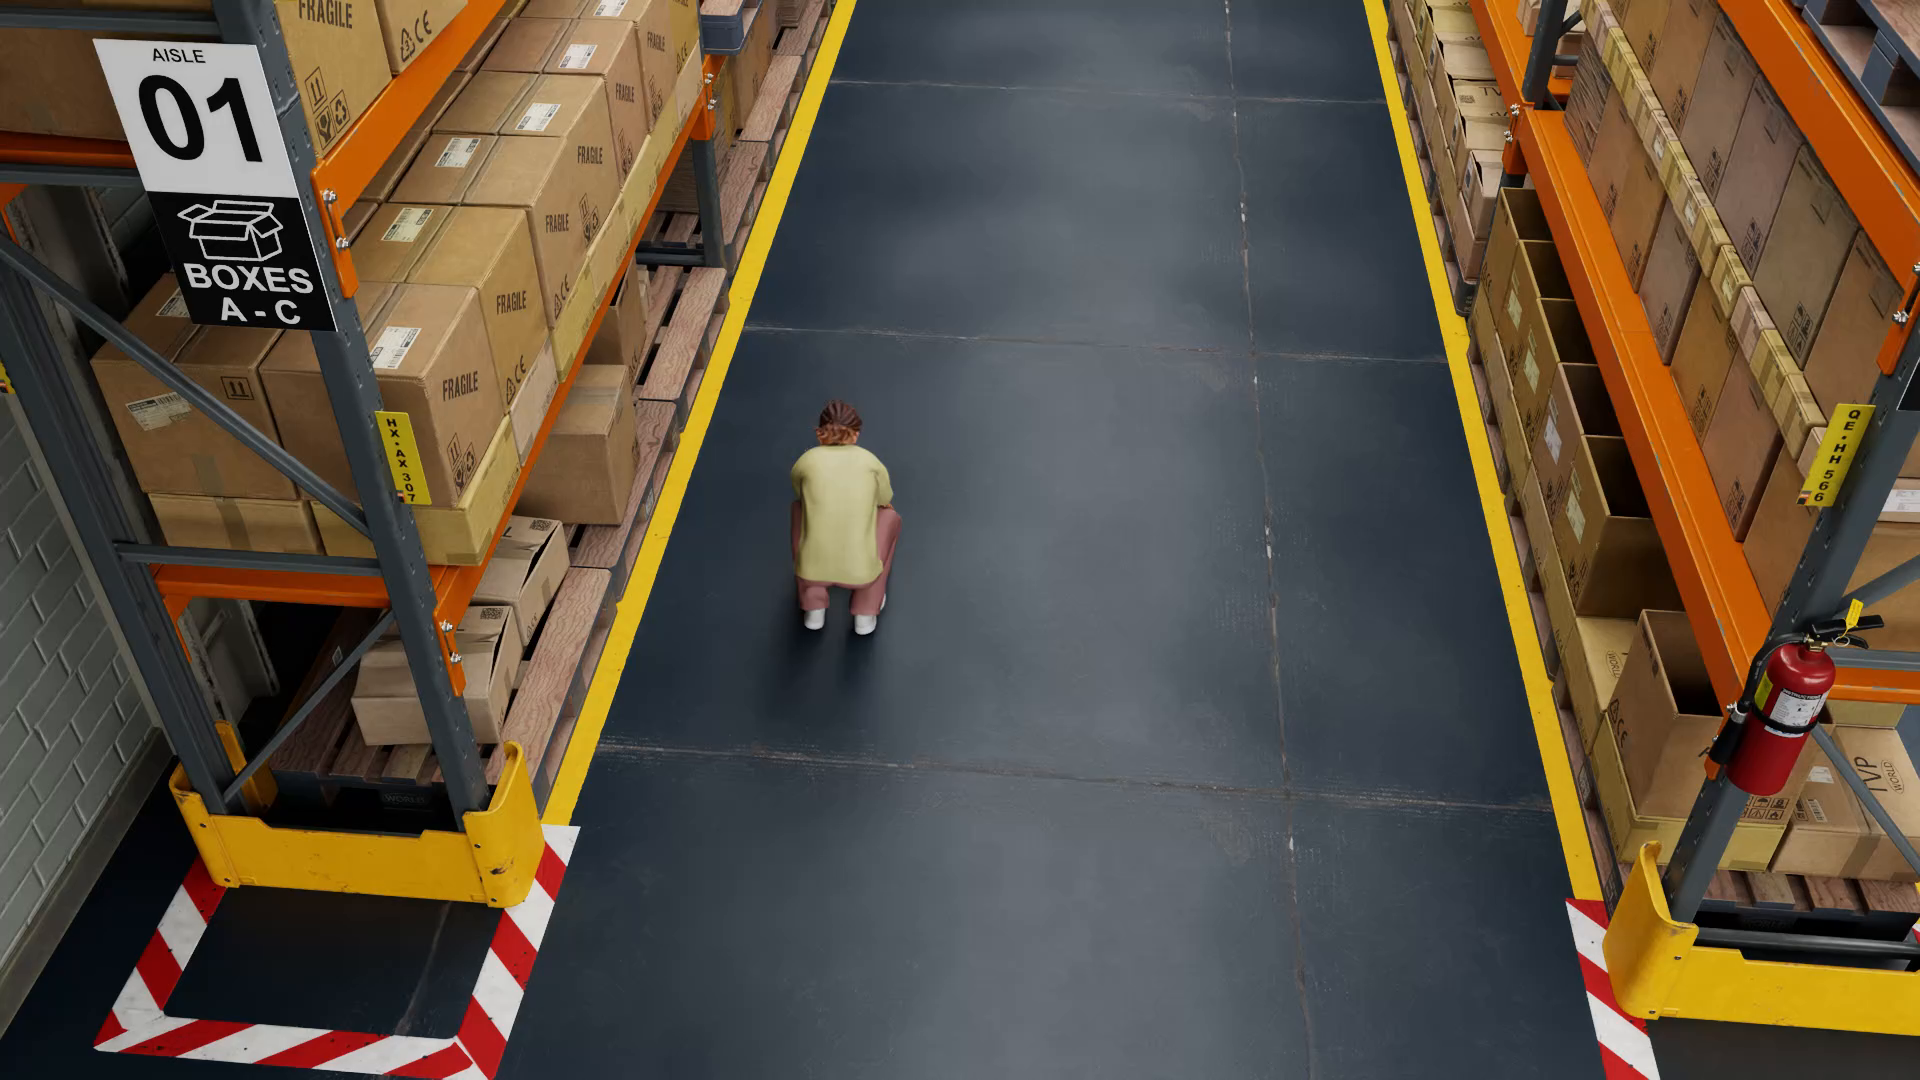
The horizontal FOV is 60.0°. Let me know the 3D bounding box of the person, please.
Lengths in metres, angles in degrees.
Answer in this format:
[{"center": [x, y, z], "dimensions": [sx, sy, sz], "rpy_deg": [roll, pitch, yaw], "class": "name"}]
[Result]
[{"center": [-0.496, -0.056, 7.014], "dimensions": [0.476, 0.785, 0.833], "rpy_deg": [3, 40, 4], "class": "person"}]
